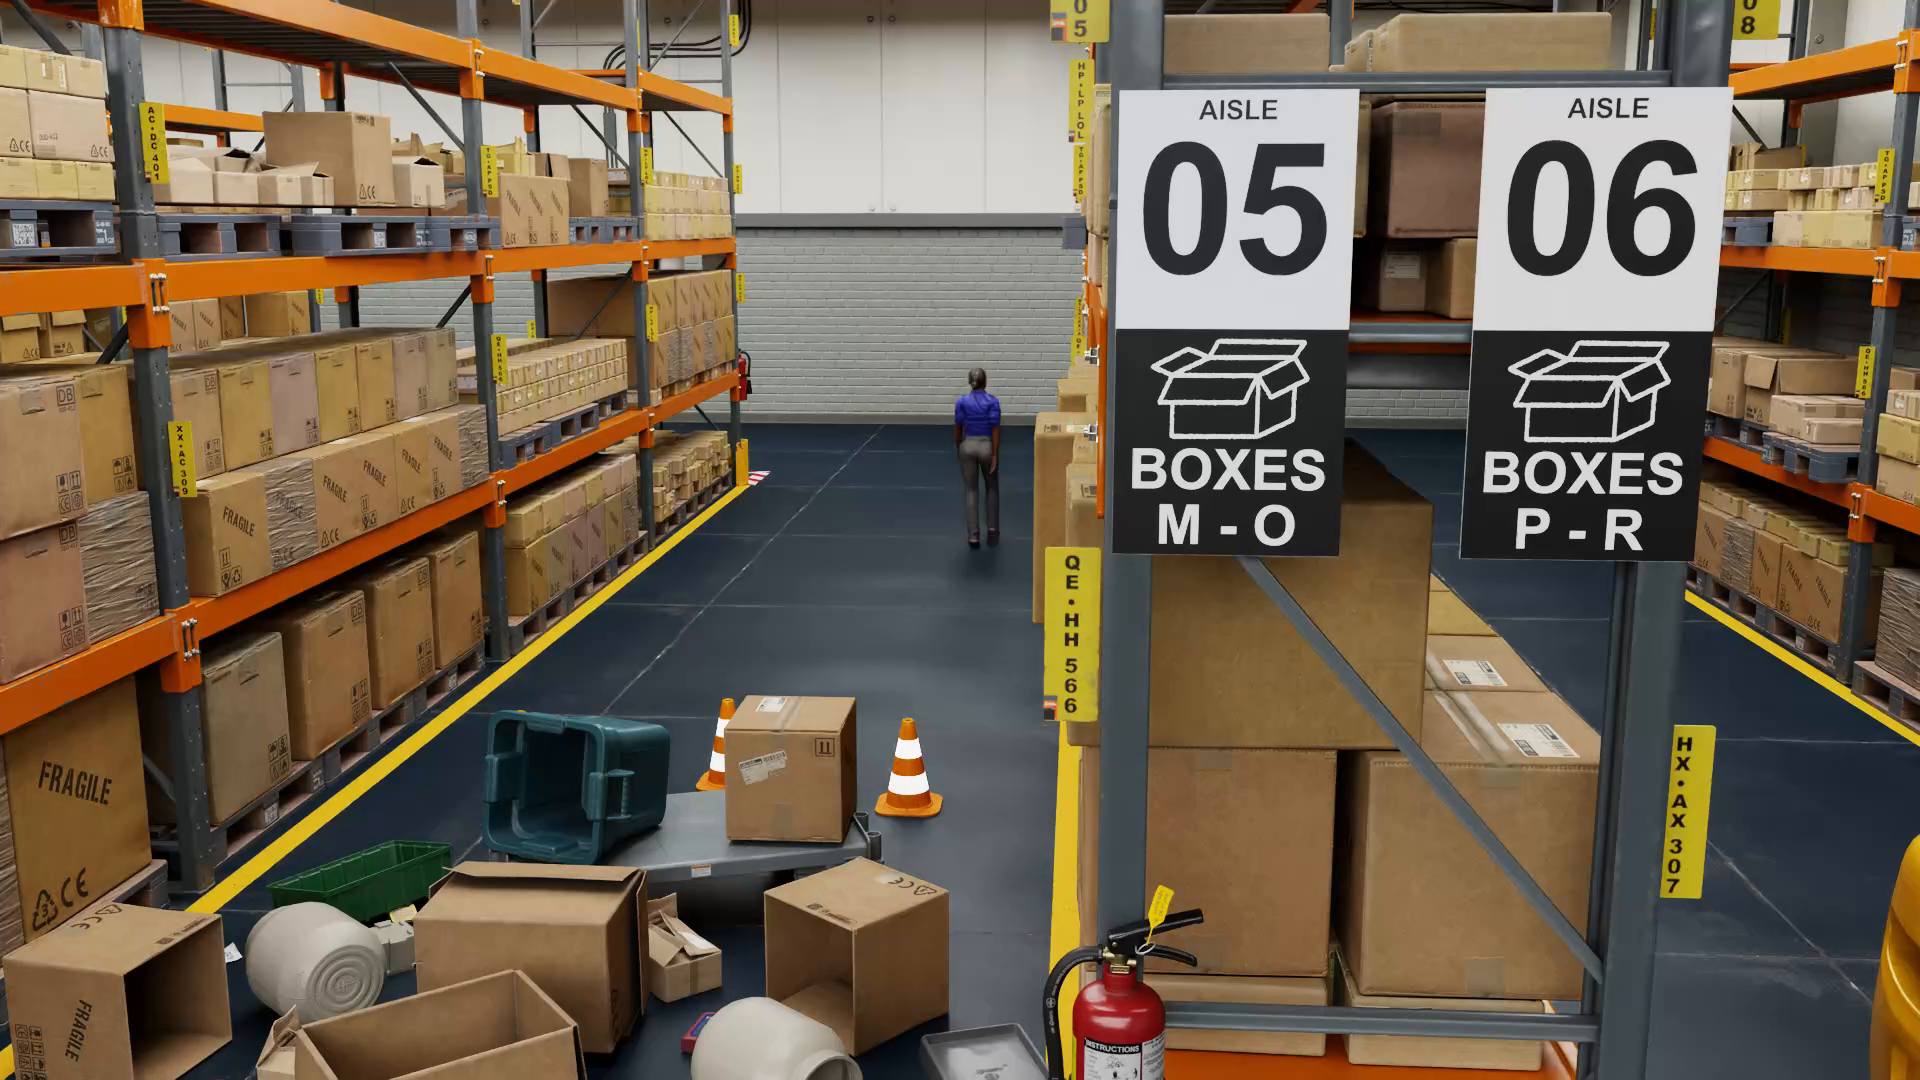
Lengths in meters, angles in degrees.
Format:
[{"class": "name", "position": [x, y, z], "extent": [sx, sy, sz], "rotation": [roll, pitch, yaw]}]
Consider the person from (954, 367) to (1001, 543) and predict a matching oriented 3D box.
[{"class": "person", "position": [0.168, -0.798, 15.643], "extent": [0.445, 1.676, 0.777], "rotation": [1, 11, 4]}]
